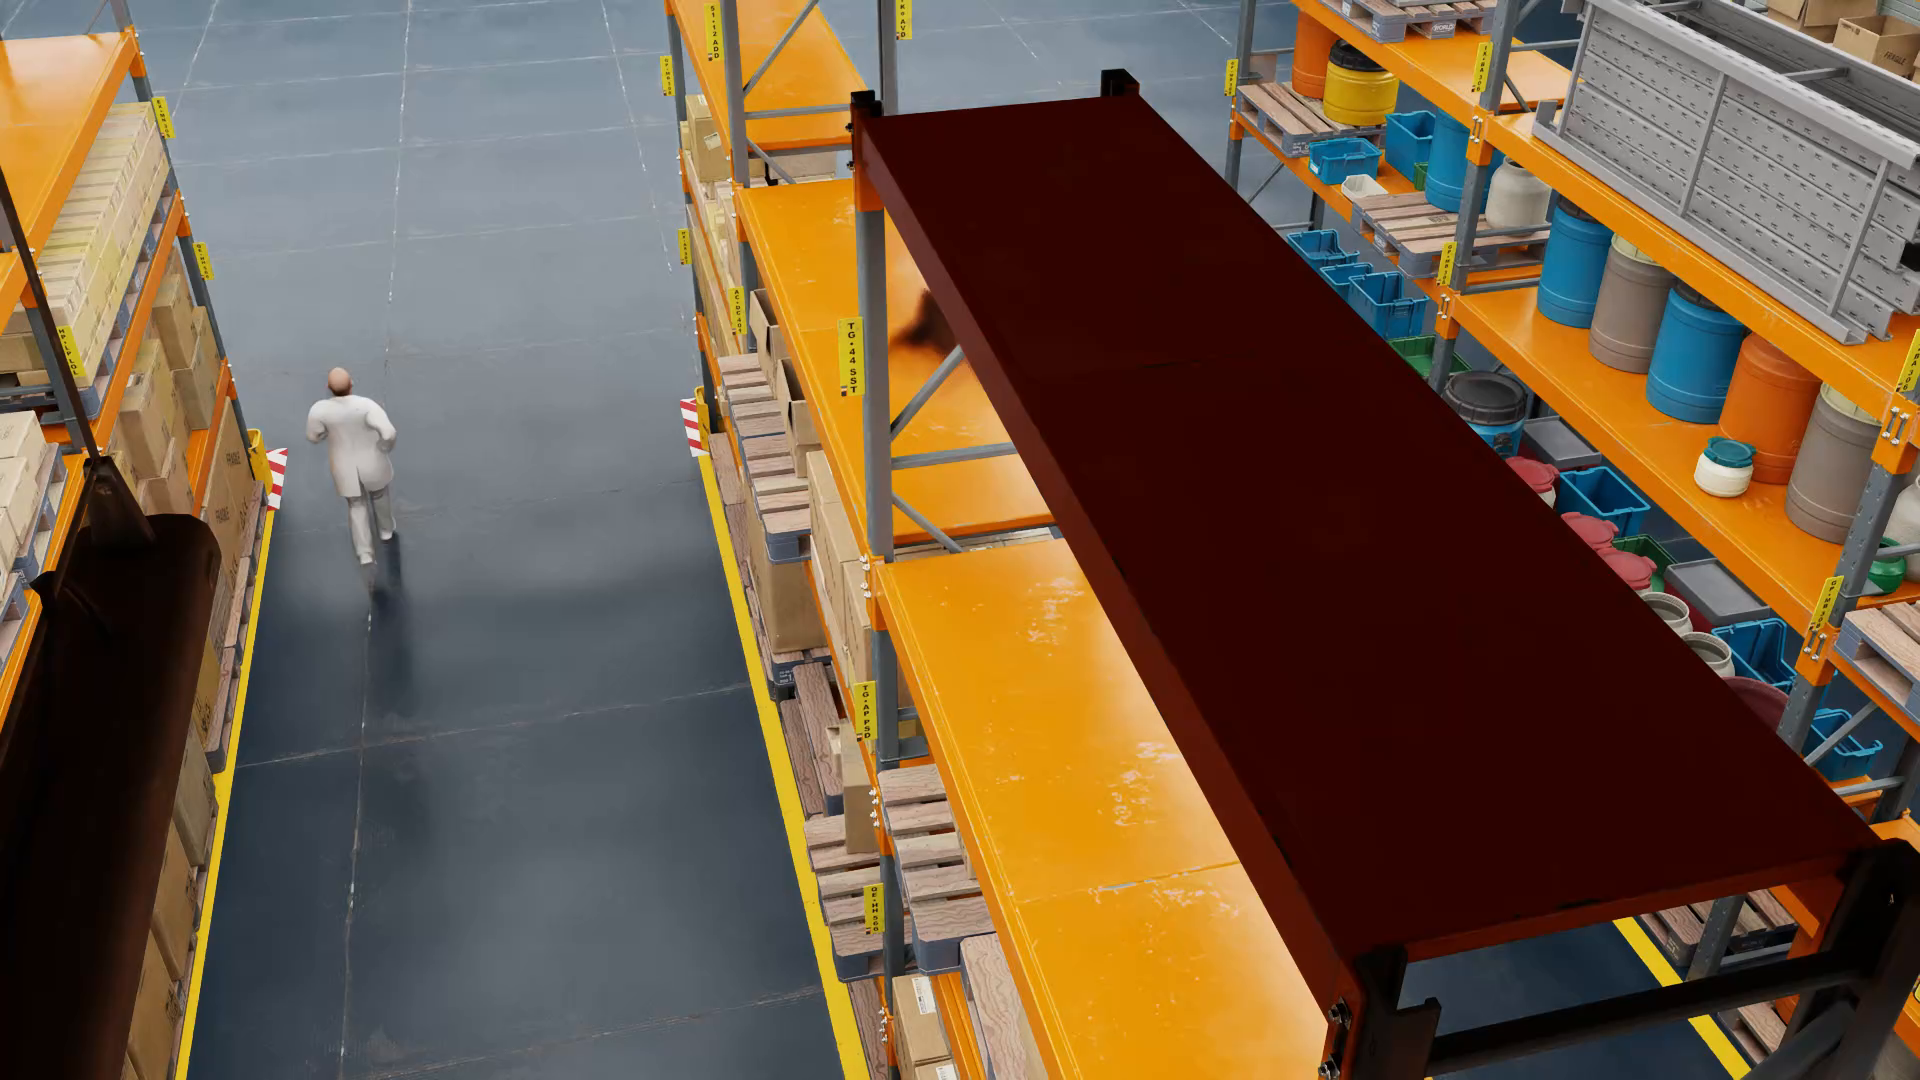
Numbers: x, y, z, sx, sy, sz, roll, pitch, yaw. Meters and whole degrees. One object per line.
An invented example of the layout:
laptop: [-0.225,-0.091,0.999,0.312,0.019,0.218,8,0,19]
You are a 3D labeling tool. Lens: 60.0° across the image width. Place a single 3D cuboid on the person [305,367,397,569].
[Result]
person: [-4.820,-0.617,13.363,0.709,1.759,1.038,-8,35,-12]
